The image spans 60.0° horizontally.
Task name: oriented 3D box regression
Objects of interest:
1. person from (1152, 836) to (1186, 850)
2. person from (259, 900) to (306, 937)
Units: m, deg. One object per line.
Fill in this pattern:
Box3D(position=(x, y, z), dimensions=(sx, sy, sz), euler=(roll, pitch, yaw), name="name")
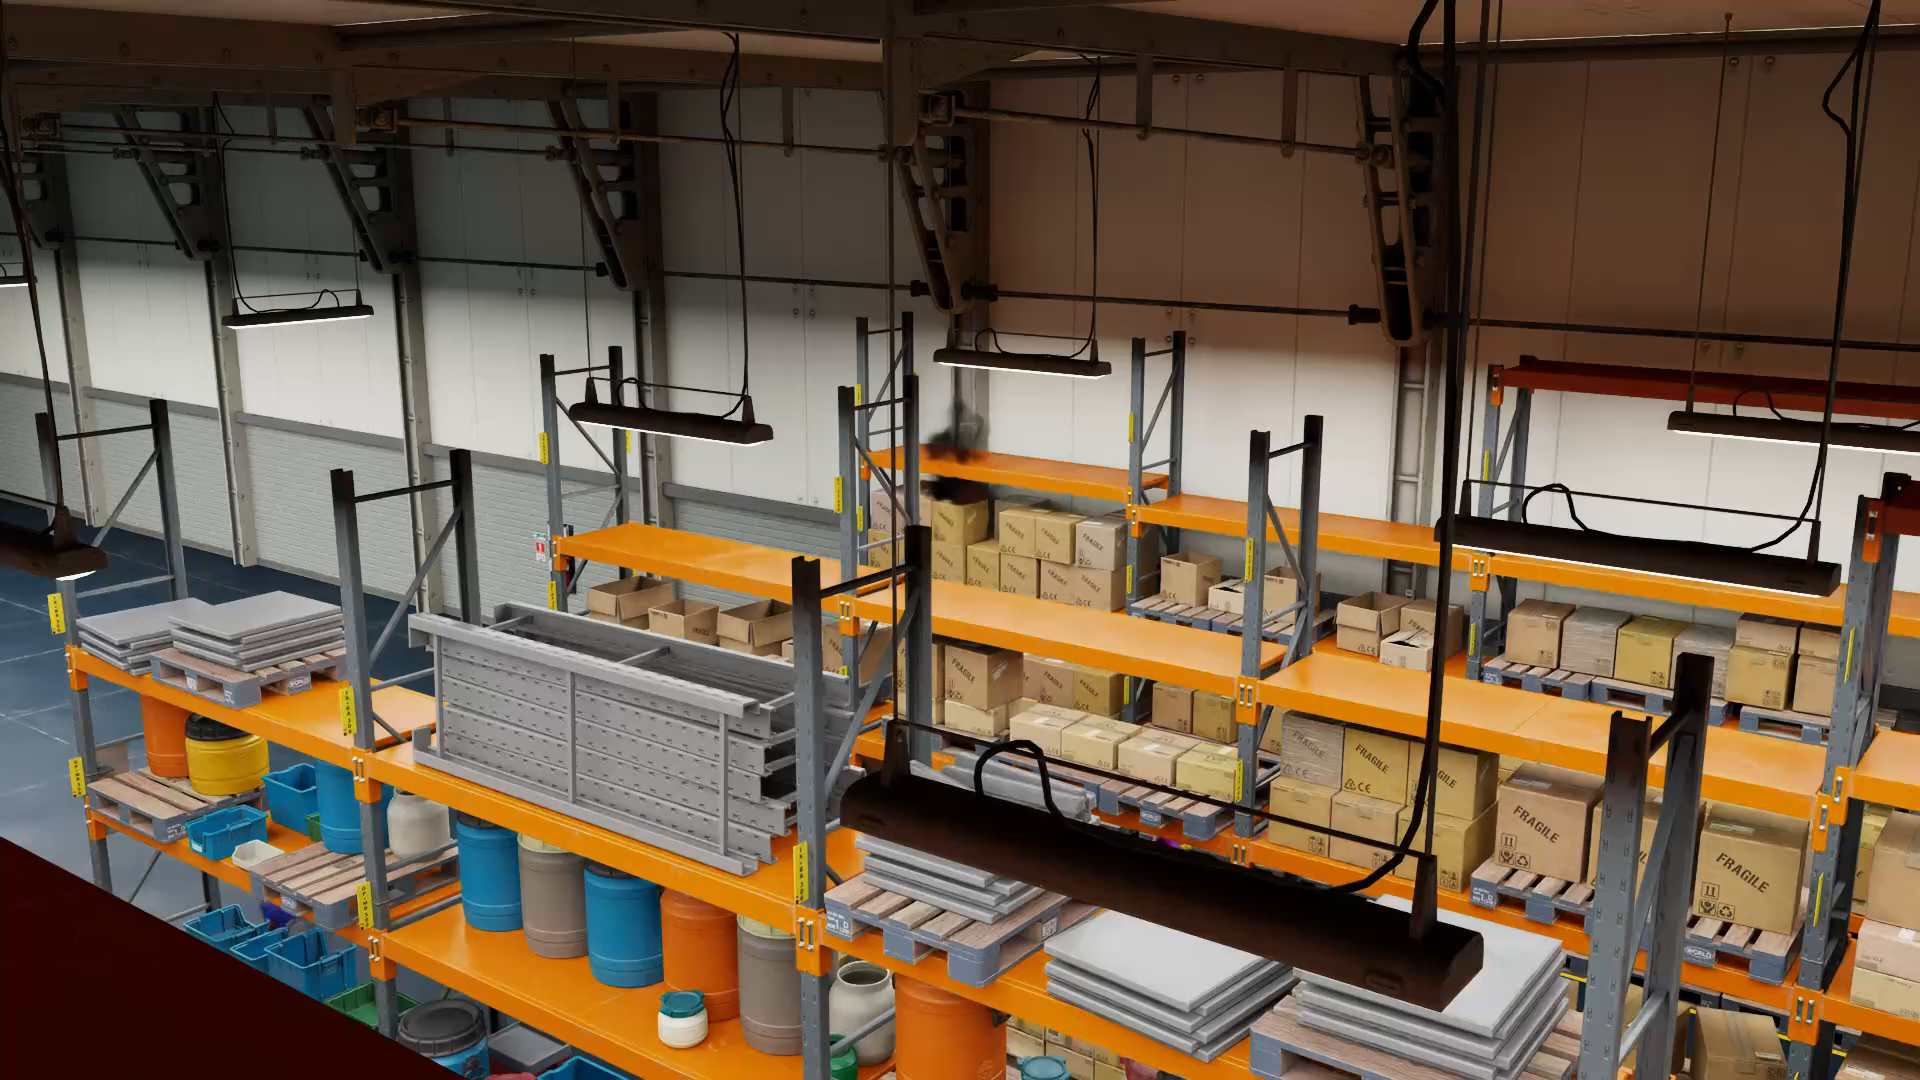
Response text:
Box3D(position=(2.071, 3.410, 16.718), dimensions=(0.665, 1.760, 0.699), euler=(8, 15, 31), name="person")
Box3D(position=(-6.342, 3.748, 15.678), dimensions=(0.544, 1.598, 0.614), euler=(4, 14, 17), name="person")
